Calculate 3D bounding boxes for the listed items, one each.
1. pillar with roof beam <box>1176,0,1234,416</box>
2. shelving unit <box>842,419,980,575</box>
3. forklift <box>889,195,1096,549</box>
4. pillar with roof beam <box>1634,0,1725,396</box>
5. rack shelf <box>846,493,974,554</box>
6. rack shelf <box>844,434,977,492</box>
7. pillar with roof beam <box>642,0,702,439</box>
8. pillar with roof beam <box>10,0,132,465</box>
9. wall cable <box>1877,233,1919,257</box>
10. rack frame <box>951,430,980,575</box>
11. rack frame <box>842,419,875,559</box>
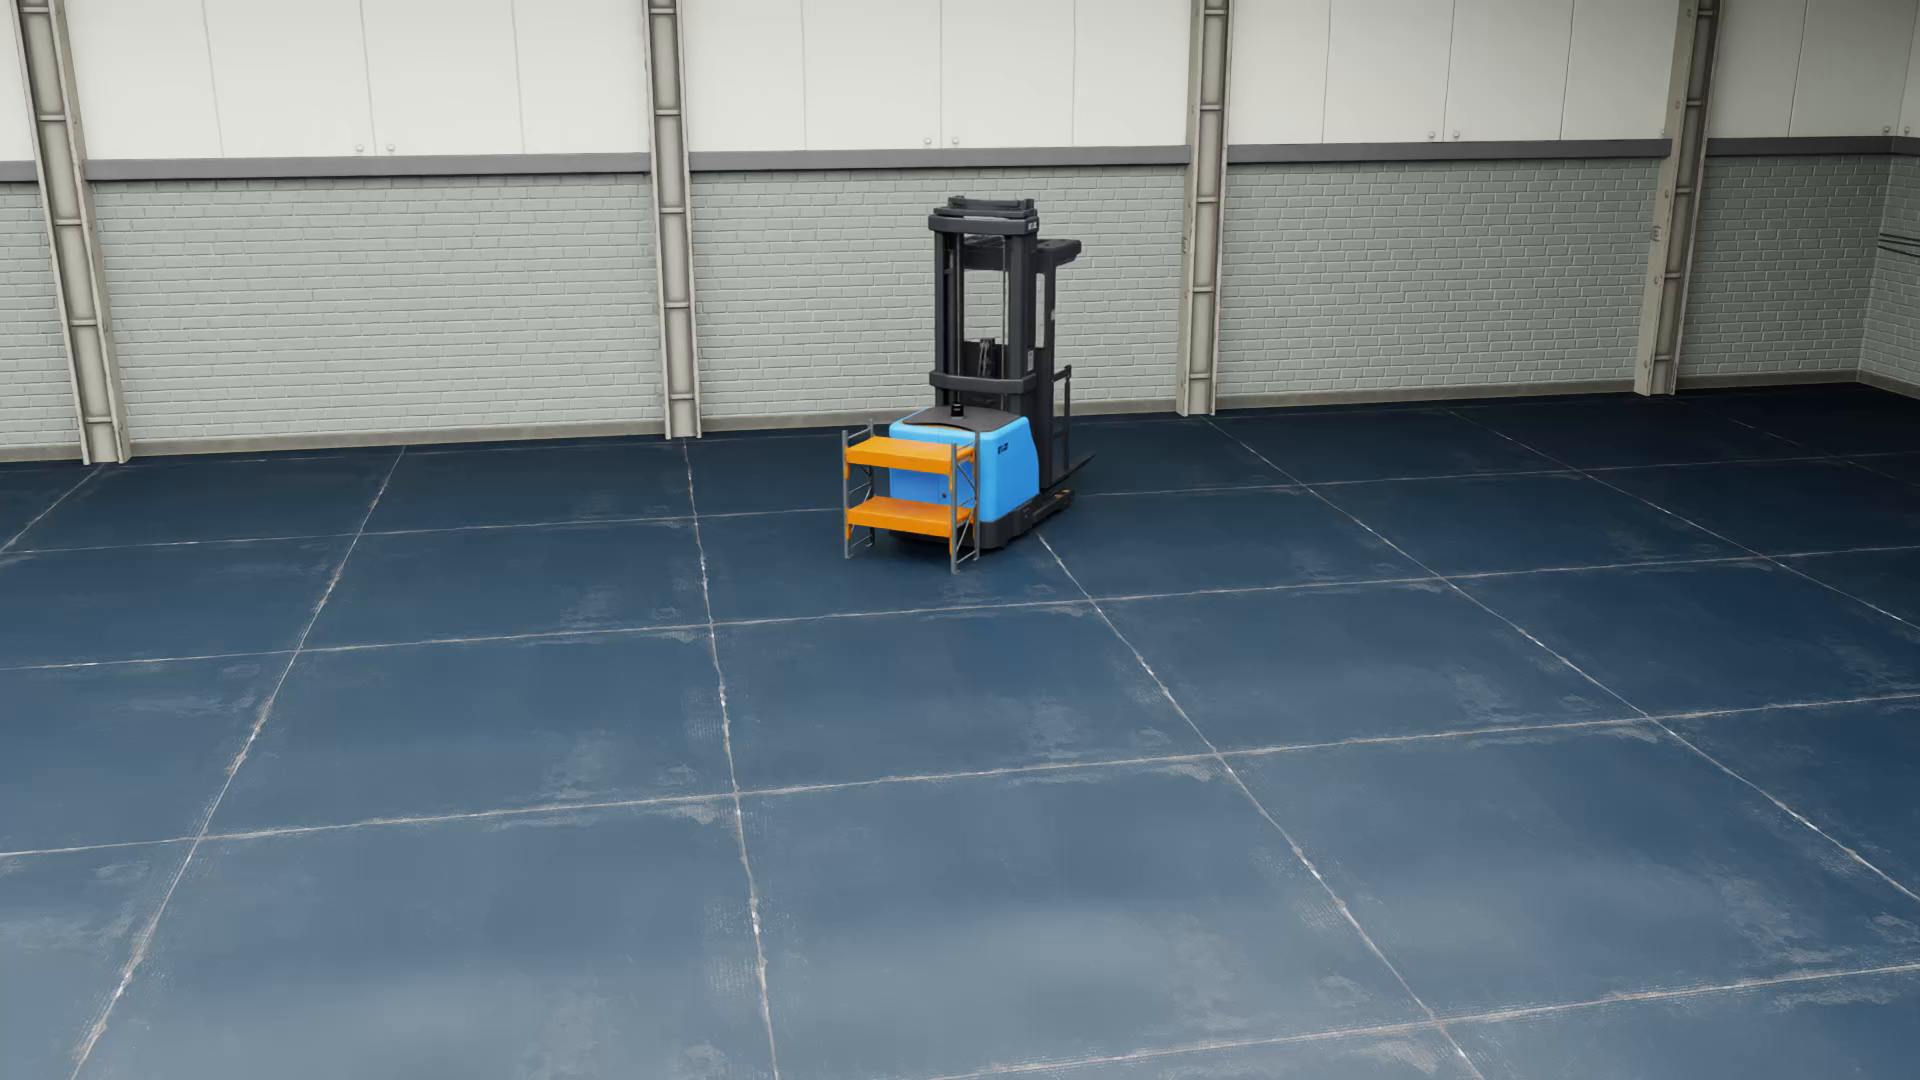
[{"bbox_3d":[3.607,-4.571,14.367,0.400,9.000,9.100,-3,17,-10],"label":"pillar with roof beam"},{"bbox_3d":[-0.412,-0.379,14.130,1.048,1.125,0.538,8,19,24],"label":"shelving unit"},{"bbox_3d":[0.445,-1.714,15.402,1.130,2.935,3.031,8,19,24],"label":"forklift"},{"bbox_3d":[9.498,-4.905,15.455,0.400,9.000,9.100,-3,17,-10],"label":"pillar with roof beam"},{"bbox_3d":[-0.412,-0.145,14.202,1.000,0.278,0.538,8,19,24],"label":"rack shelf"},{"bbox_3d":[-0.412,-0.659,14.044,1.000,0.278,0.538,8,19,24],"label":"rack shelf"},{"bbox_3d":[-2.284,-4.237,13.279,0.400,9.000,9.100,-3,17,-10],"label":"pillar with roof beam"},{"bbox_3d":[-8.175,-3.902,12.191,0.400,9.000,9.100,-3,17,-10],"label":"pillar with roof beam"},{"bbox_3d":[11.825,-4.445,19.245,0.112,2.526,3.097,-3,17,-10],"label":"wall cable"},{"bbox_3d":[0.048,-0.315,13.923,0.032,1.125,0.500,8,19,24],"label":"rack frame"},{"bbox_3d":[-0.871,-0.443,14.338,0.032,1.125,0.500,8,19,24],"label":"rack frame"}]
